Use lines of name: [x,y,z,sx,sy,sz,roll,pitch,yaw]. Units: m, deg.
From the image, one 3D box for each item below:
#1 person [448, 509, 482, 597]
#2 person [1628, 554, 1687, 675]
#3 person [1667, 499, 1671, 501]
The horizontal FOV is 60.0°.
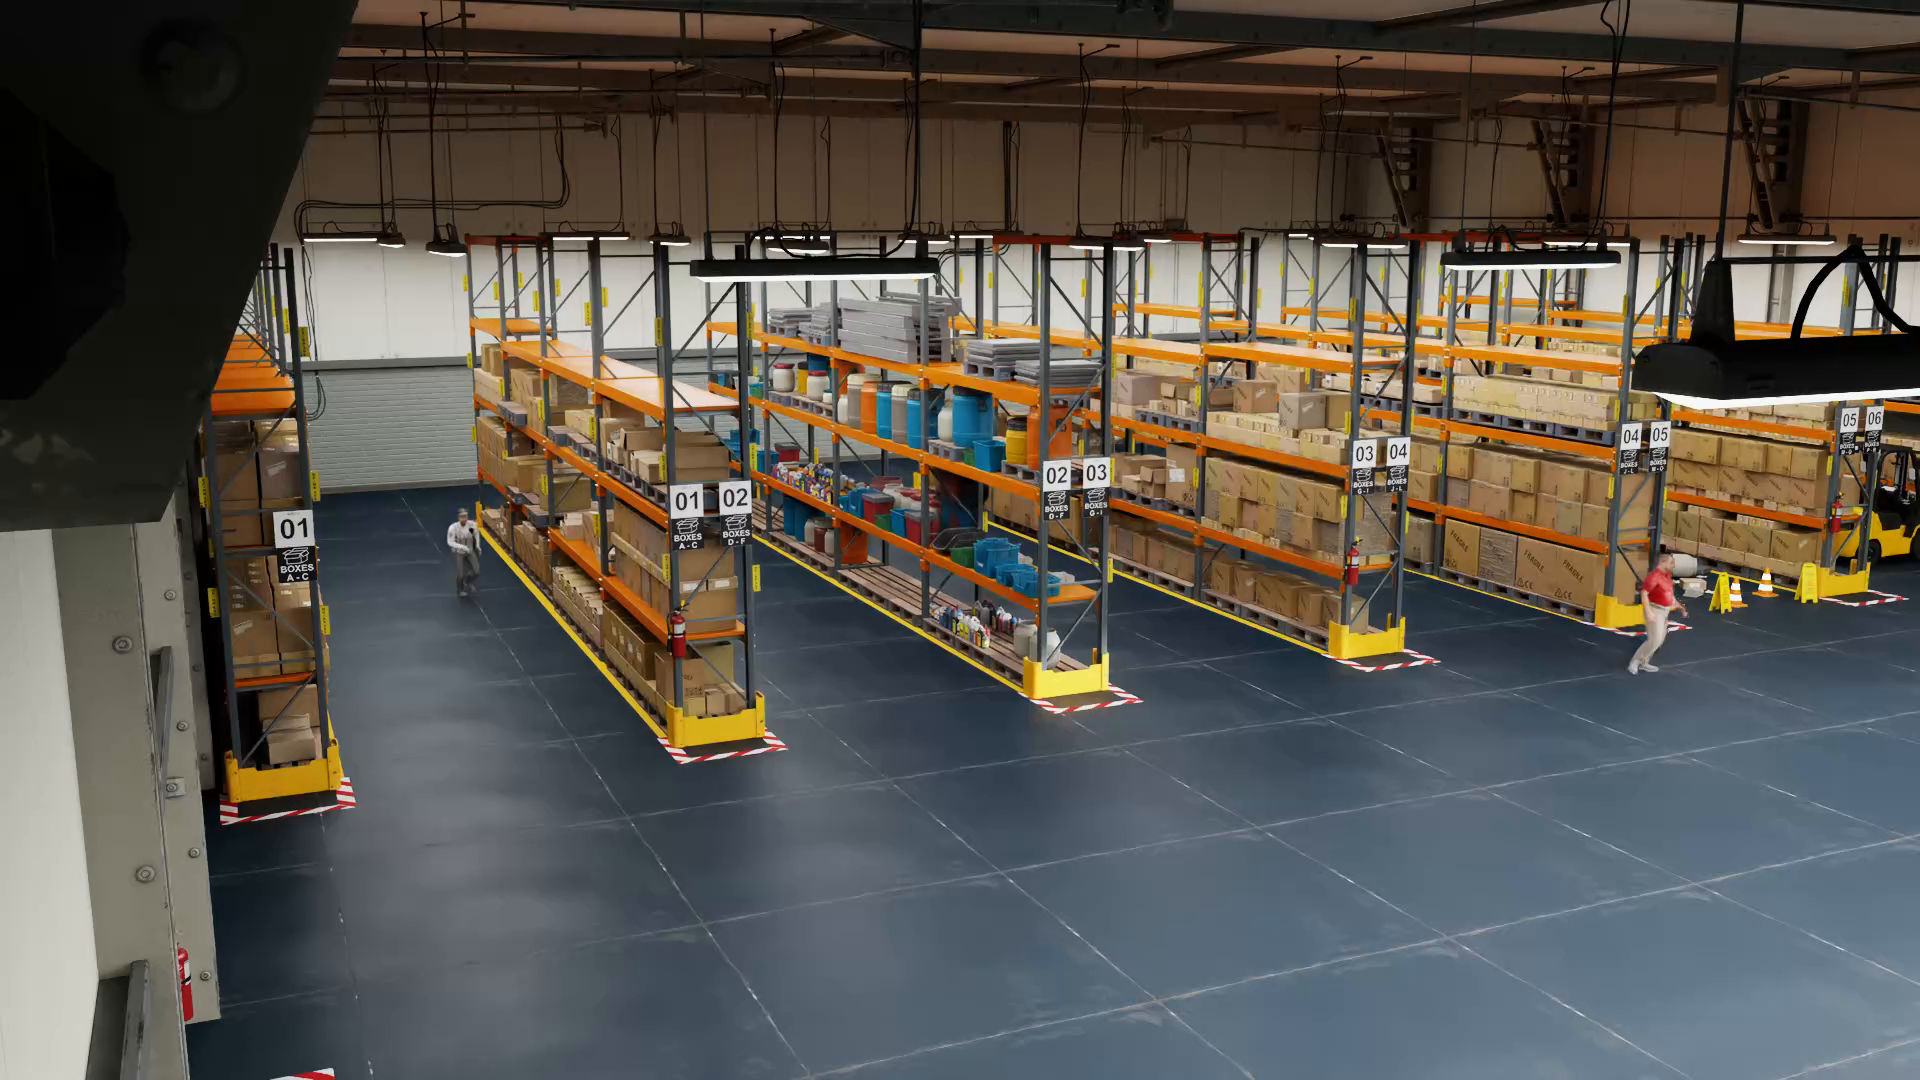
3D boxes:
person: [-8.312,0.212,27.927,0.606,1.574,0.738,-7,13,-33]
person: [9.785,1.043,23.306,0.602,1.699,0.787,9,14,39]
person: [14.643,-0.987,34.034,0.575,1.616,0.720,-7,13,-31]
